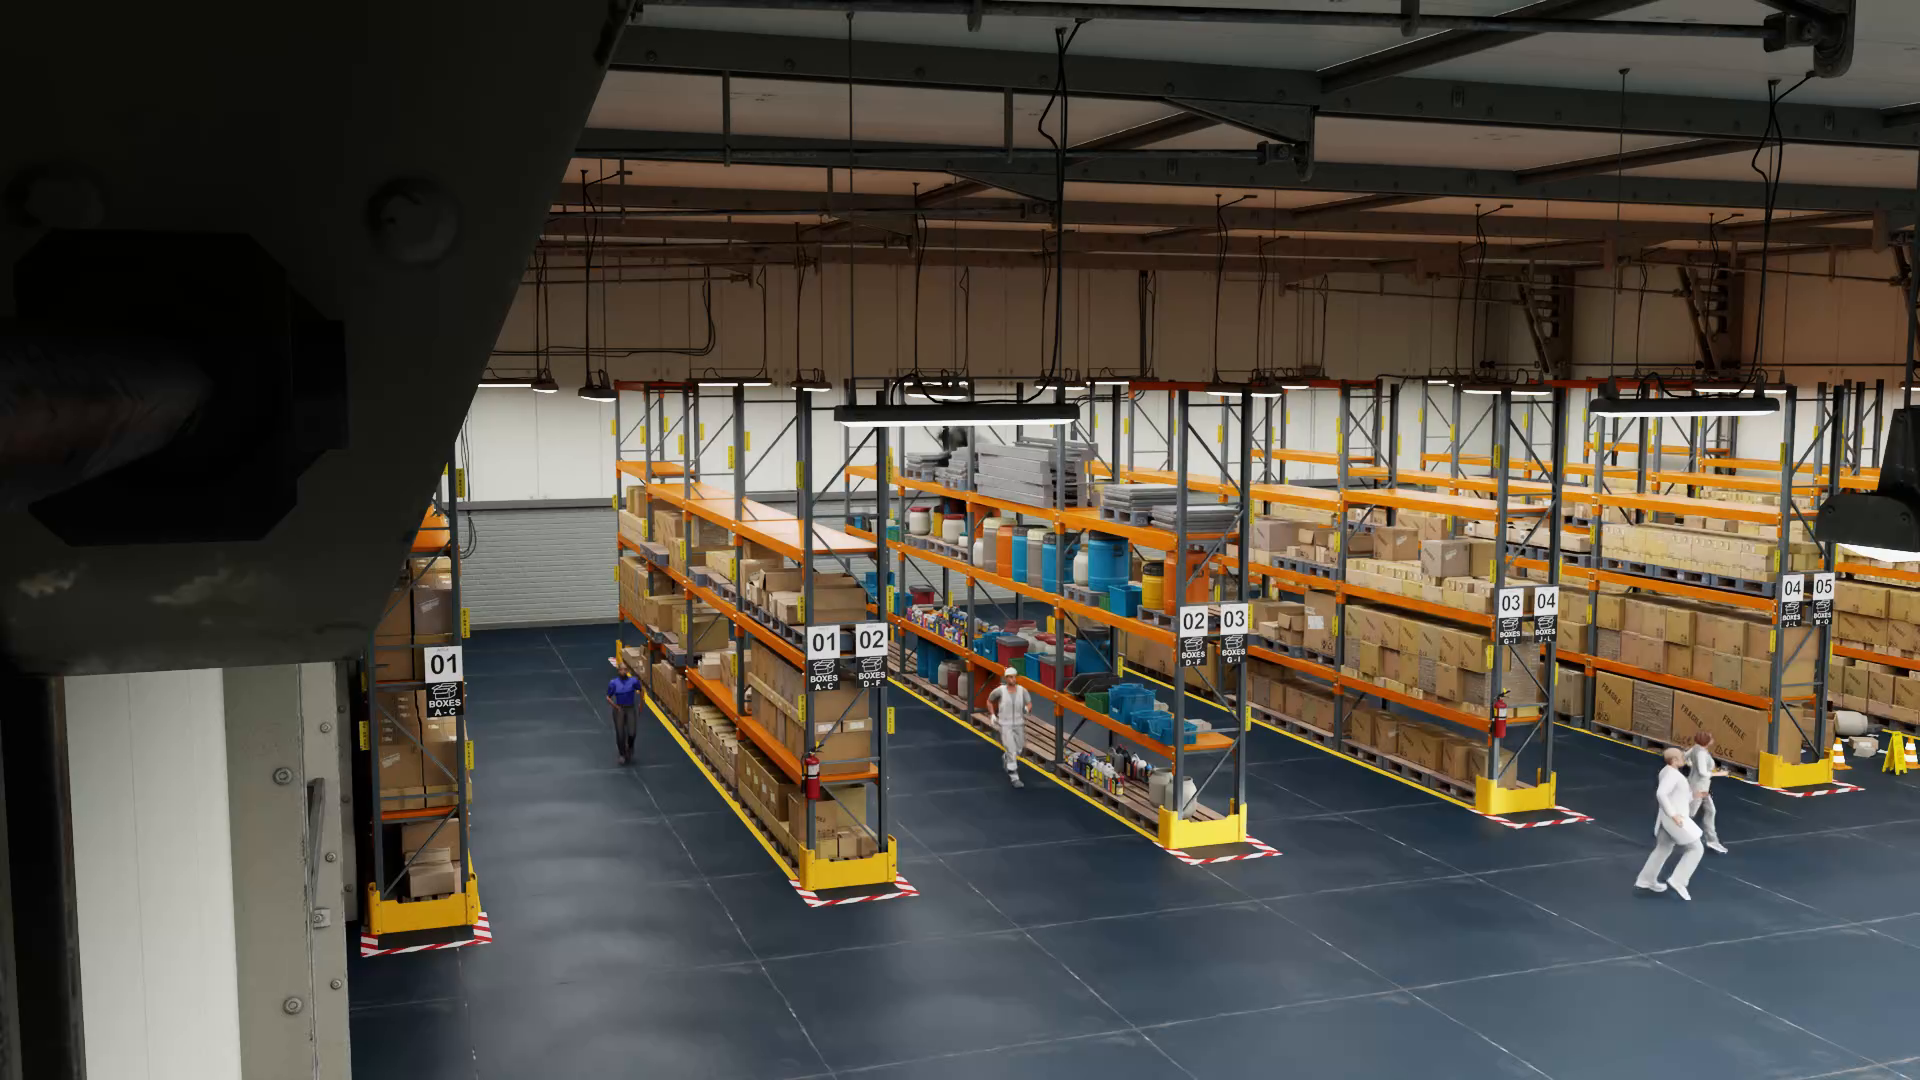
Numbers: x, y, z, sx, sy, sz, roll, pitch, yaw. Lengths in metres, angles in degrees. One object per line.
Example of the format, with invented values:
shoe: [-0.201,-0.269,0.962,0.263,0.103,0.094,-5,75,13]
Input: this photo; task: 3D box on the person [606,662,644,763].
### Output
person: [-5.297,2.744,26.380,0.608,1.615,0.529,-2,6,-17]

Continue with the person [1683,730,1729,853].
person: [9.543,3.251,21.638,0.887,1.613,0.550,2,6,21]

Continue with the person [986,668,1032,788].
person: [0.760,2.789,25.078,0.660,1.769,0.907,-2,6,-19]

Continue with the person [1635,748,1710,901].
person: [8.480,3.369,19.749,0.798,1.823,0.671,0,6,3]

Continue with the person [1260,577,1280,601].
person: [6.836,1.627,36.698,0.587,1.675,0.956,-2,7,-22]
